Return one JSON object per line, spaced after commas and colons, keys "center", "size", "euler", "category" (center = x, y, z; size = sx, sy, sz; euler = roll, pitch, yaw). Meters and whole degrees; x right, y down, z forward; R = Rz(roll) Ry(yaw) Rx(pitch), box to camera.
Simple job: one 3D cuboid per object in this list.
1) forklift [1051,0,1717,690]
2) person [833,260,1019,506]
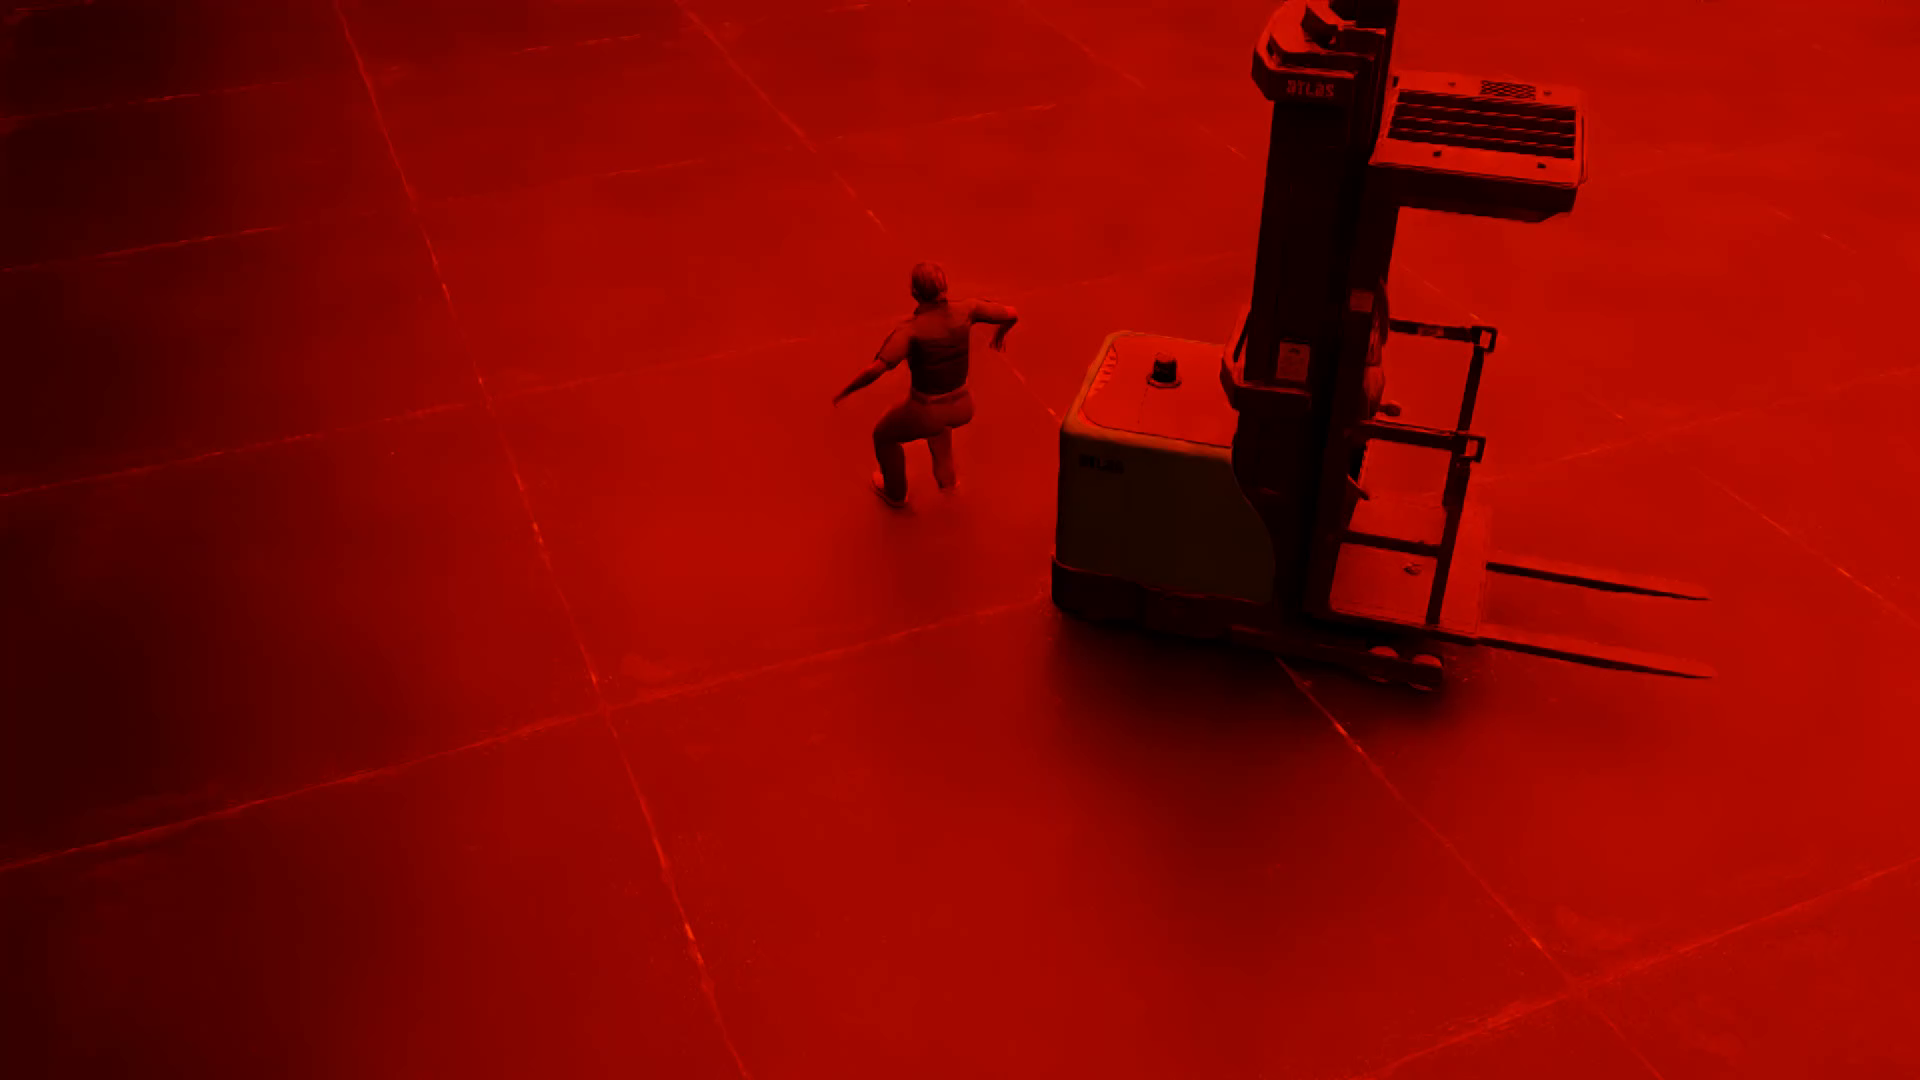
{"center": [2.019, -0.850, 7.294], "size": [3.031, 2.935, 1.130], "euler": [10, 37, 14], "category": "forklift"}
{"center": [-0.236, -0.778, 8.414], "size": [0.985, 1.508, 0.711], "euler": [-17, 39, -23], "category": "person"}
